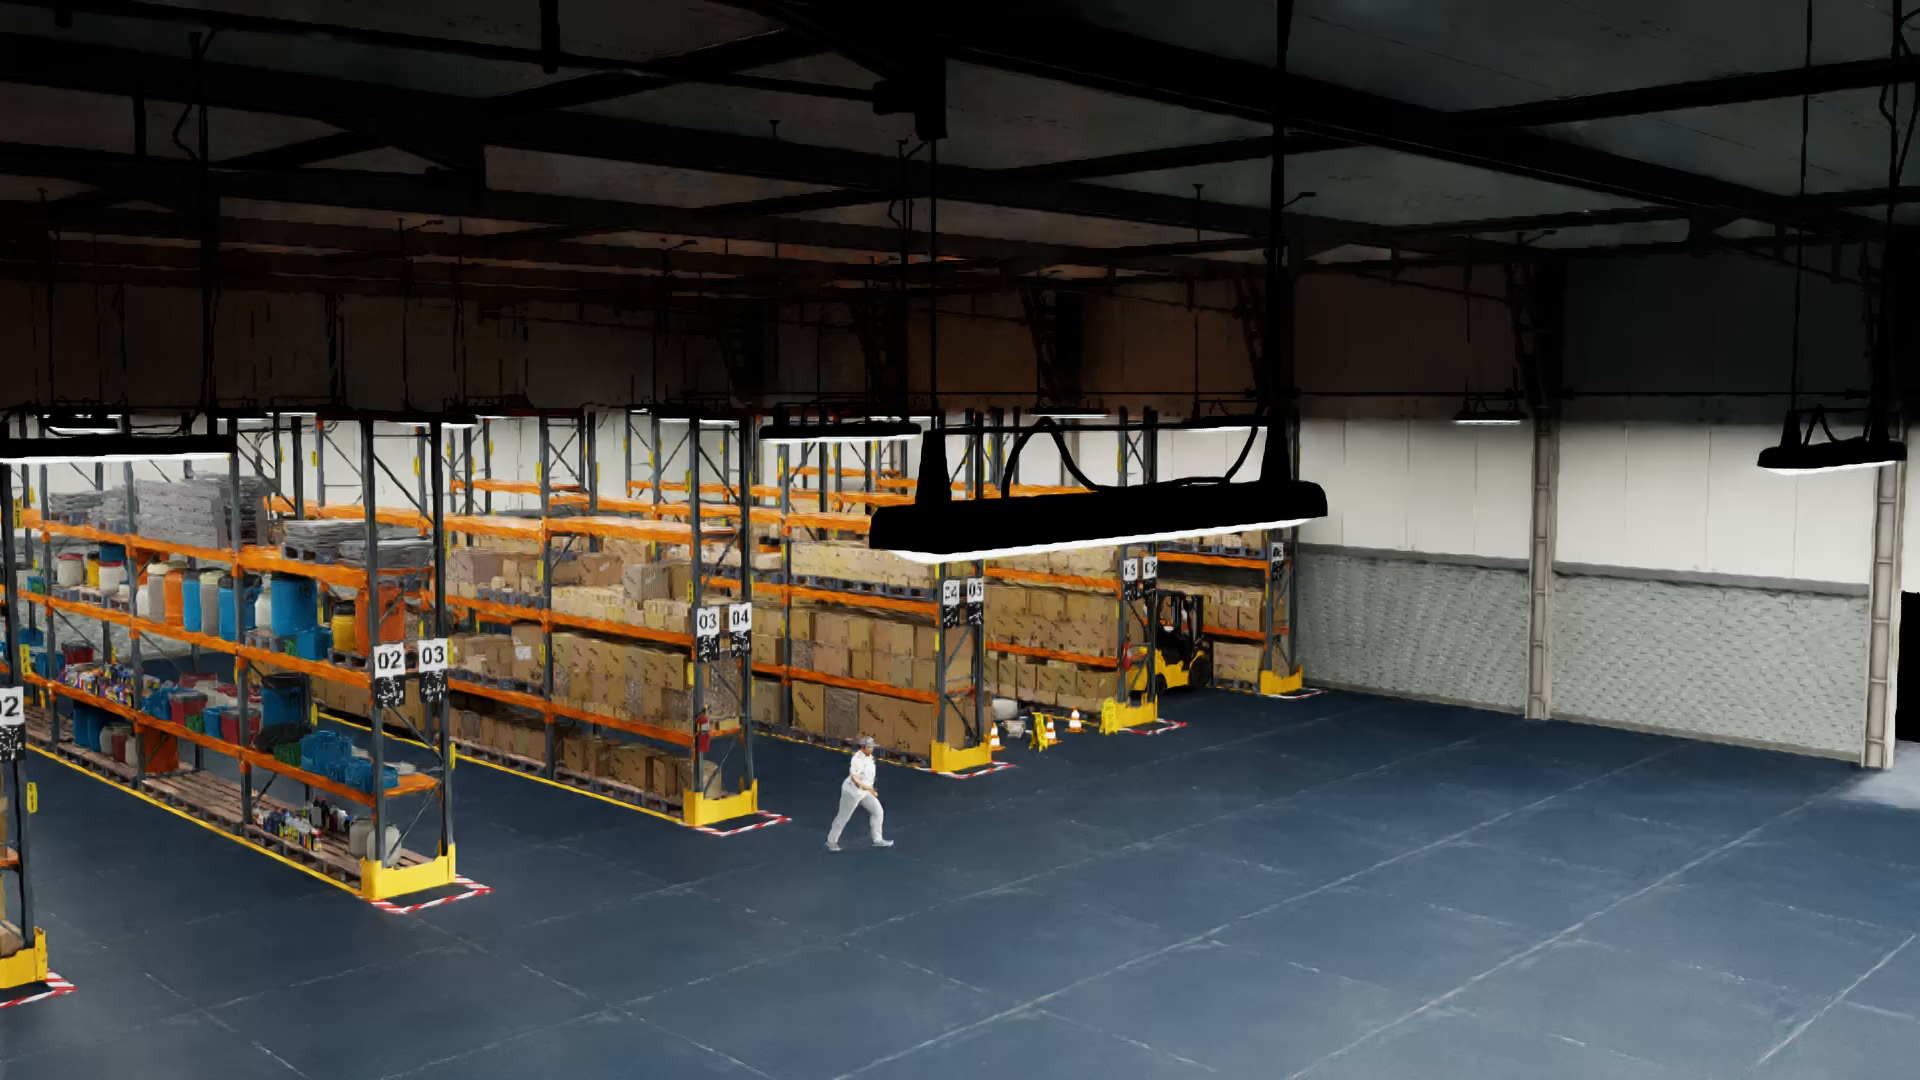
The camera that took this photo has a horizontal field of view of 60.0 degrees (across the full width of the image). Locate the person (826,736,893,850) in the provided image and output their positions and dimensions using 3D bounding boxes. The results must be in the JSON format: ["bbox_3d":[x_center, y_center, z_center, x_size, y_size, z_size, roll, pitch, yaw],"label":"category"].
[{"bbox_3d":[-1.417,3.486,23.064,0.818,1.597,0.656,3,6,28],"label":"person"}]
